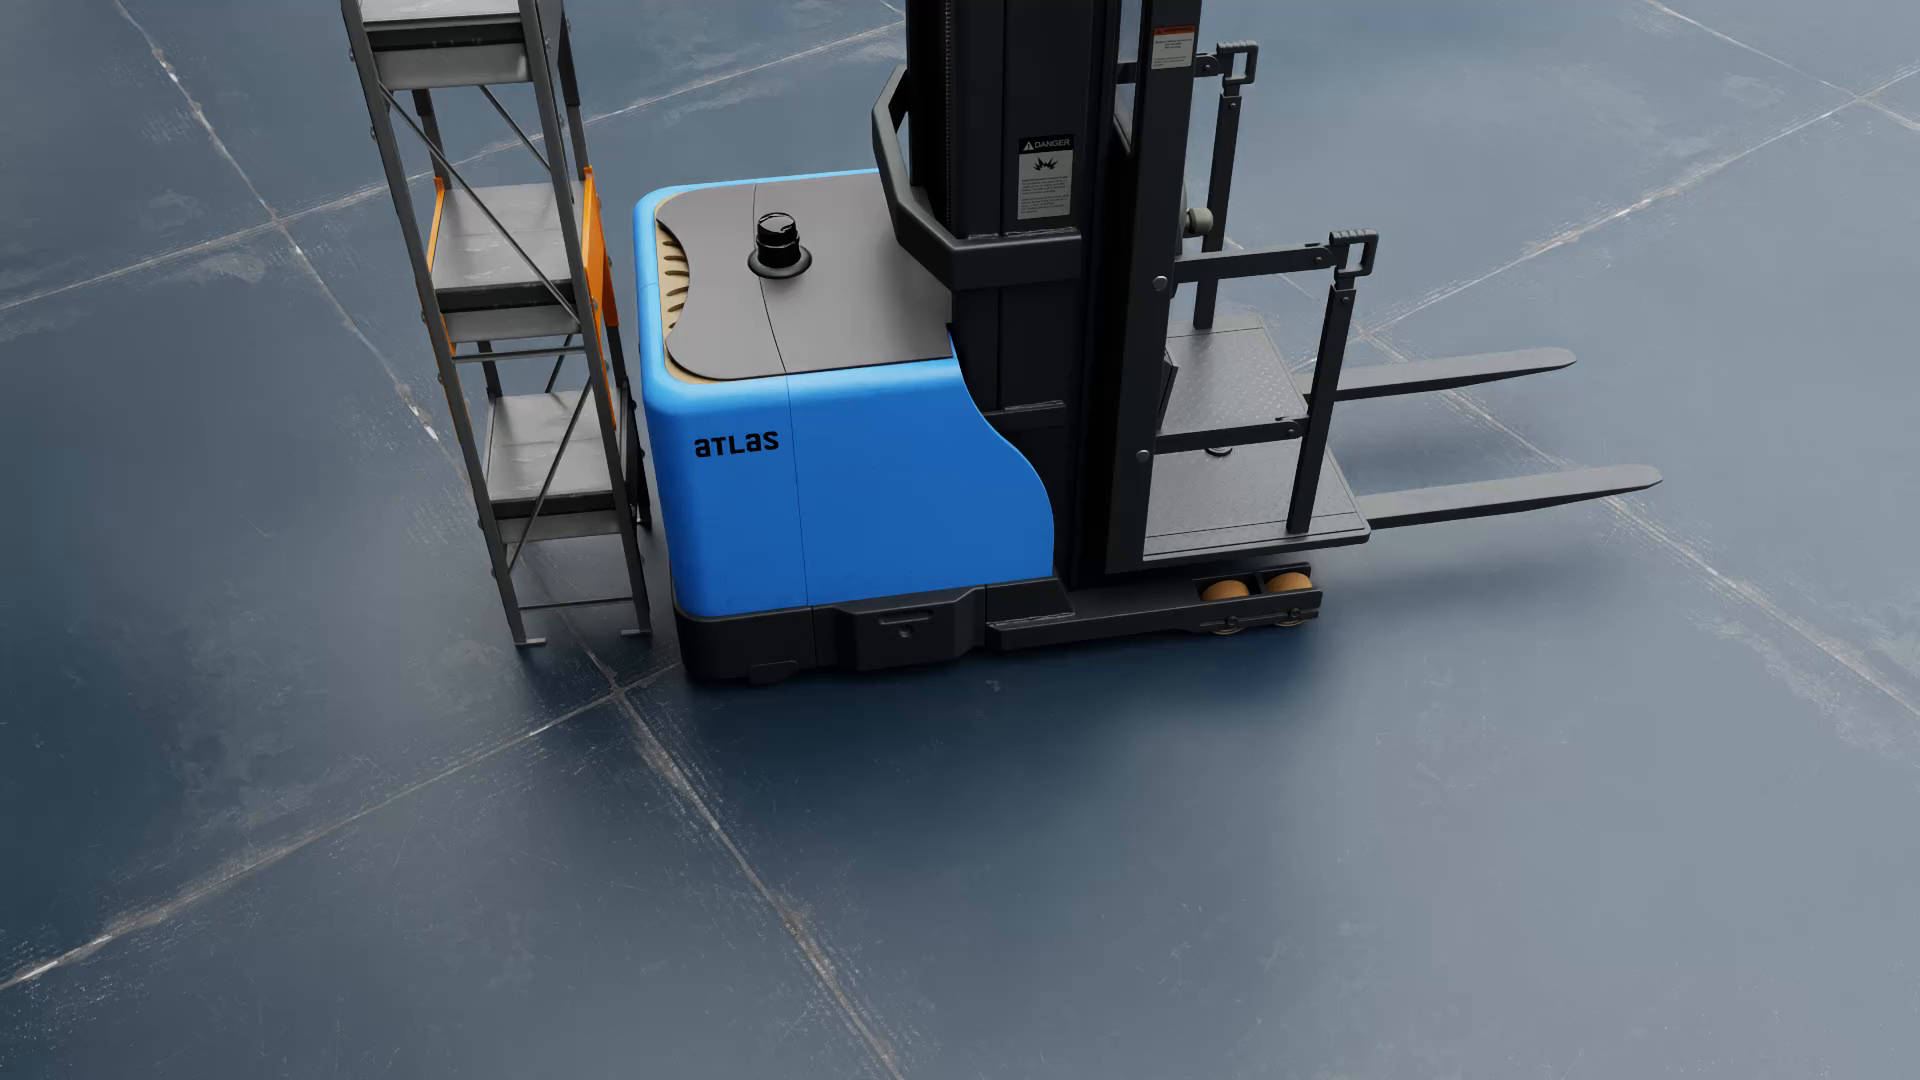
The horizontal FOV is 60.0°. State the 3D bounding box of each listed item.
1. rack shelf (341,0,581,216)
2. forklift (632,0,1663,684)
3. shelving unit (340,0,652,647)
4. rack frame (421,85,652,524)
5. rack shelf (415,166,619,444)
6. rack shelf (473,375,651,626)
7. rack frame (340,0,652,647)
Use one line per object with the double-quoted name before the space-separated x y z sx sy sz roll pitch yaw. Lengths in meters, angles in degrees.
"rack shelf" -1.150 -1.130 3.919 0.431 0.518 0.480 -5 44 -6
"forklift" 0.620 -1.134 4.315 3.031 2.935 1.130 -7 44 -7
"shelving unit" -1.150 -0.634 4.393 0.431 2.100 0.503 -5 44 -6
"rack frame" -1.182 -0.801 4.568 0.400 2.100 0.015 -5 44 -6
"rack shelf" -1.150 -0.624 4.403 0.431 0.518 0.480 -5 44 -6
"rack shelf" -1.150 -0.118 4.886 0.431 0.518 0.480 -5 44 -6
"rack frame" -1.118 -0.467 4.218 0.400 2.100 0.015 -5 44 -6
